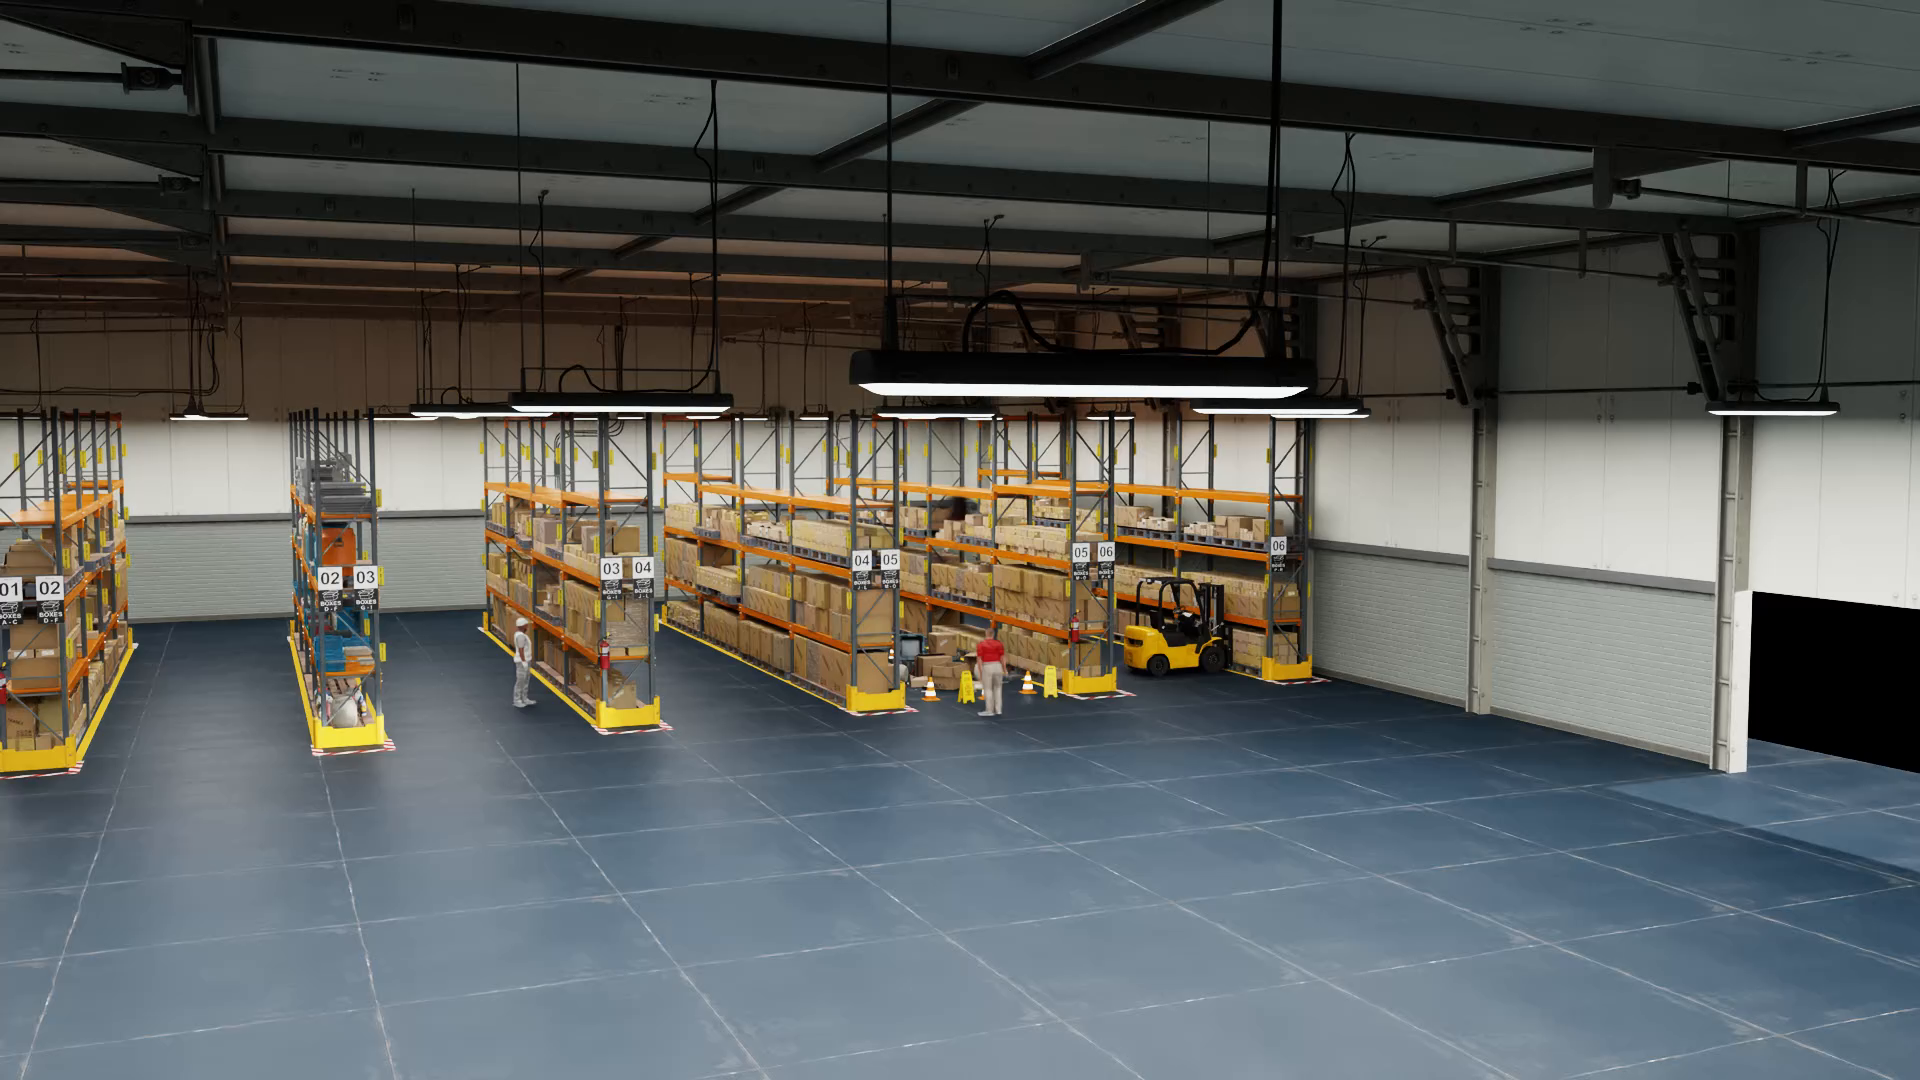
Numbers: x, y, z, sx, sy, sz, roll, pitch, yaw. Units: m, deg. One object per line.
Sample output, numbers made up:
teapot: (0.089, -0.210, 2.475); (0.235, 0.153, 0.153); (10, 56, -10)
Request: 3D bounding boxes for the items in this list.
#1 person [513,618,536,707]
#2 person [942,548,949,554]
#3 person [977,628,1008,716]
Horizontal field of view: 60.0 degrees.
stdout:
person: (-8.859, 2.475, 33.746); (0.431, 1.805, 0.615); (0, 4, 0)
person: (-0.410, 1.134, 52.791); (0.720, 1.768, 0.548); (-2, 4, -25)
person: (0.636, 2.594, 32.597); (0.617, 1.764, 0.390); (-1, 4, -16)
